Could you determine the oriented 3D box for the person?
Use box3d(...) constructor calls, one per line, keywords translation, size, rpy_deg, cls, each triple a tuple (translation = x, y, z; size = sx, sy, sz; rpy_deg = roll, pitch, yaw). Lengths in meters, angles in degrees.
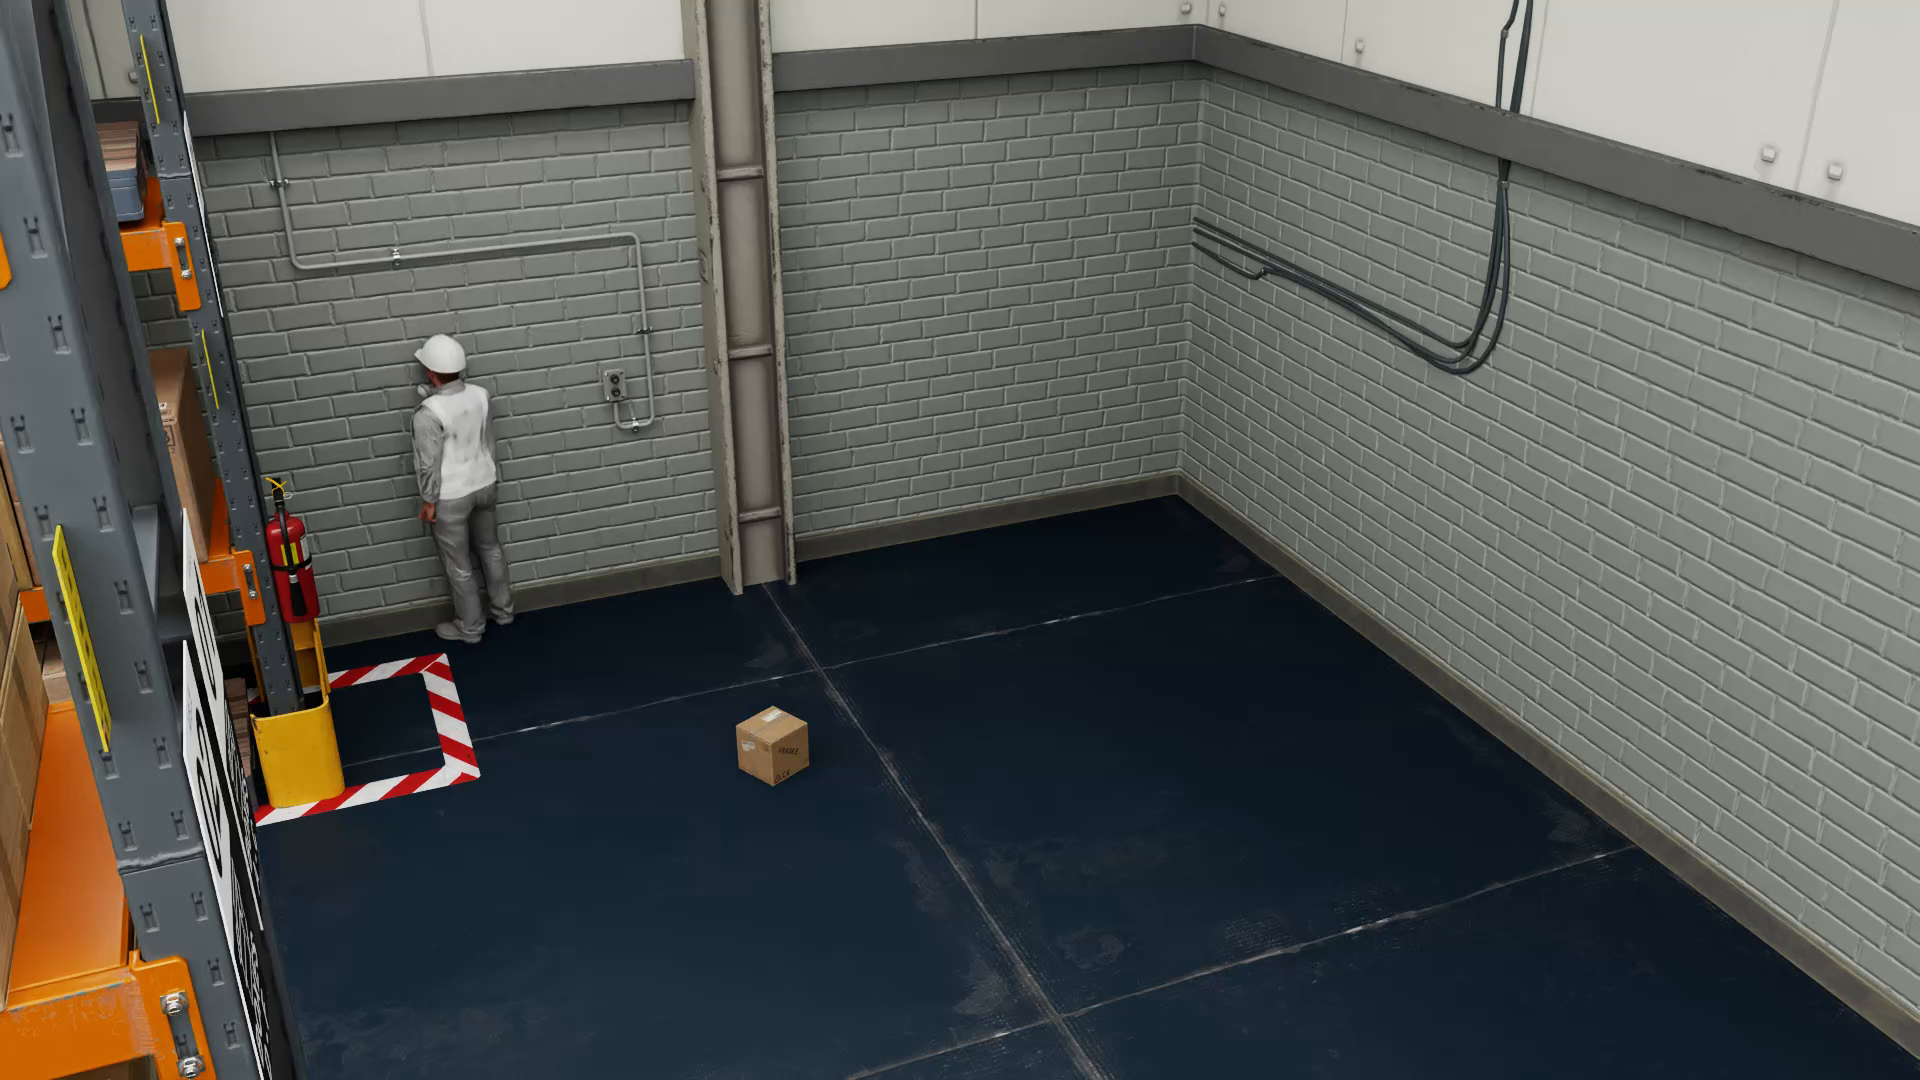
box3d(translation=(-2.764, -0.275, 9.148), size=(0.369, 1.775, 0.525), rpy_deg=(14, 29, 27), cls="person")
